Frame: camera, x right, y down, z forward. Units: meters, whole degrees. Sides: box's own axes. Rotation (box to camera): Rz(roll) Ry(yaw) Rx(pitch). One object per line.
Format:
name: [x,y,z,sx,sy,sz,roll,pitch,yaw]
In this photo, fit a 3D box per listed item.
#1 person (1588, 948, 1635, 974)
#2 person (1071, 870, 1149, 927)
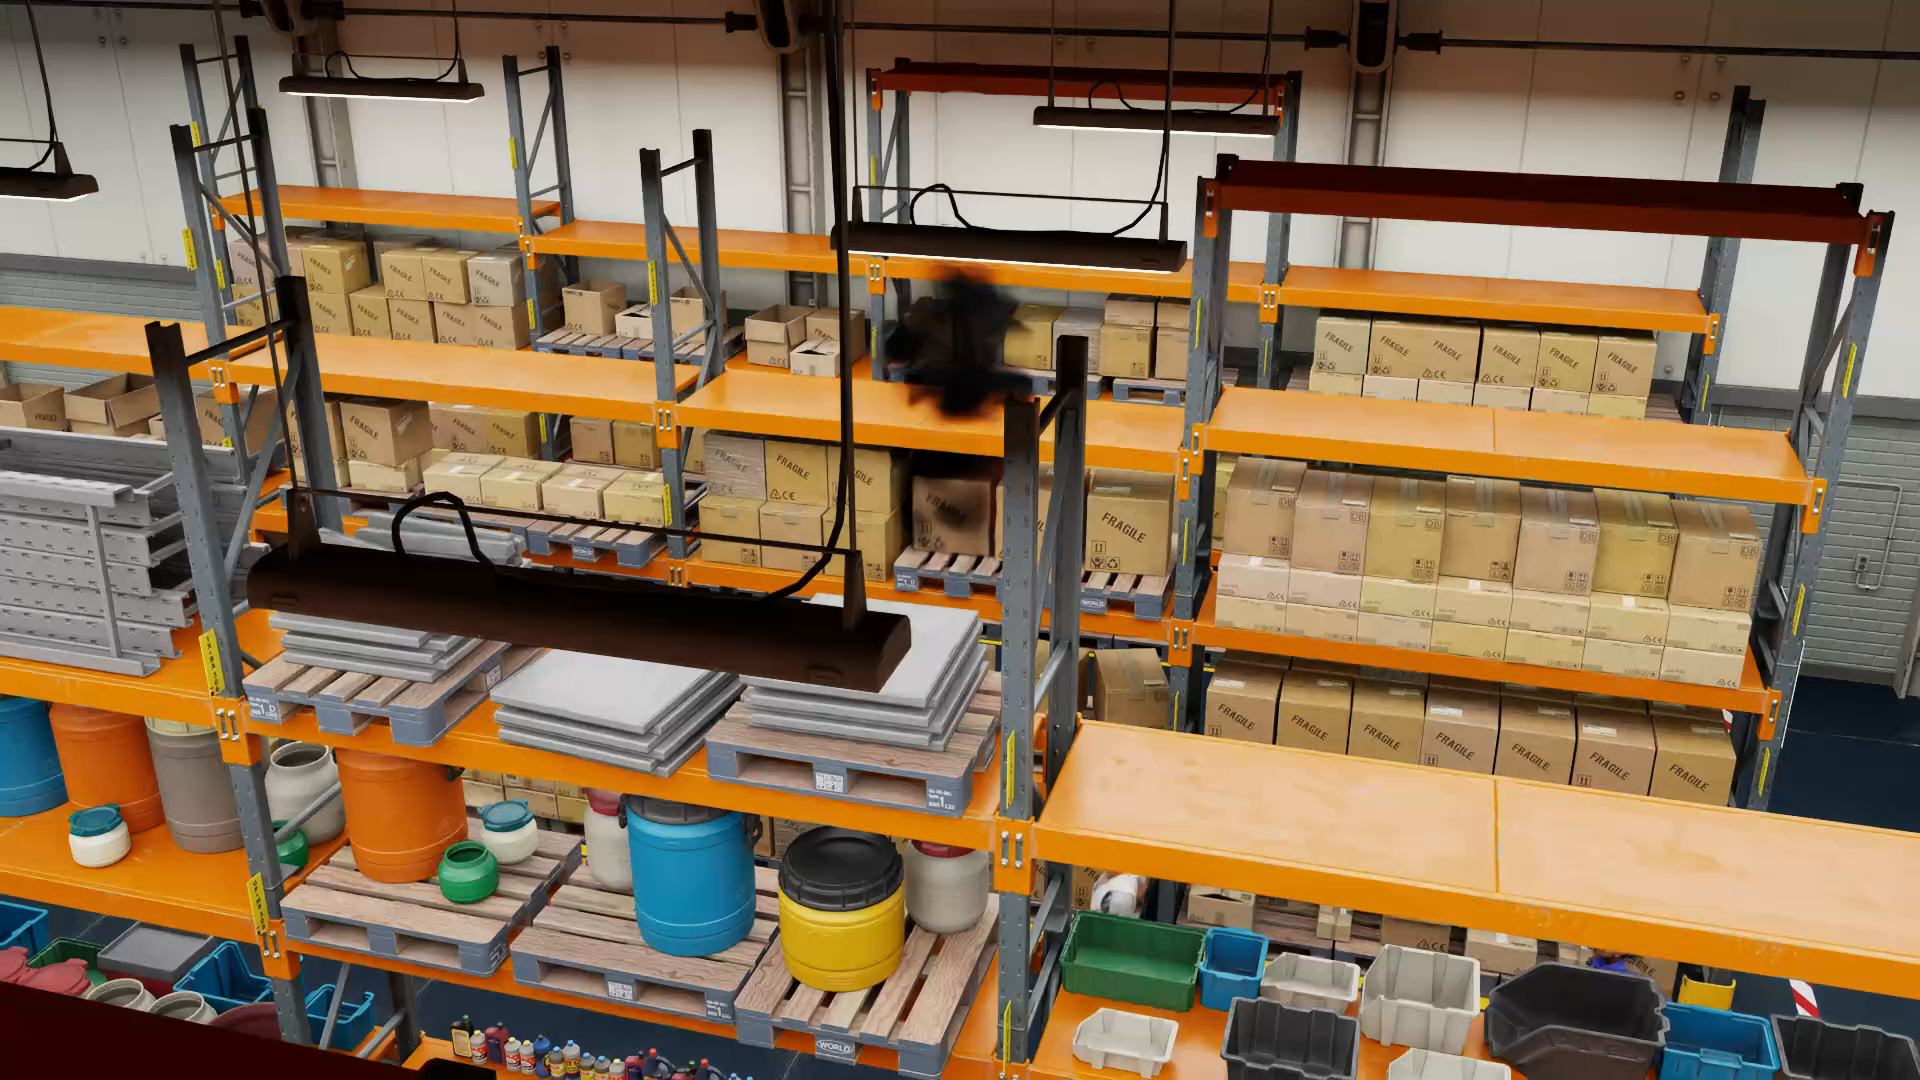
person: [4.167,3.254,10.818,0.668,1.649,0.567,4,23,9]
person: [0.960,2.717,11.194,0.584,1.766,0.644,2,23,4]
